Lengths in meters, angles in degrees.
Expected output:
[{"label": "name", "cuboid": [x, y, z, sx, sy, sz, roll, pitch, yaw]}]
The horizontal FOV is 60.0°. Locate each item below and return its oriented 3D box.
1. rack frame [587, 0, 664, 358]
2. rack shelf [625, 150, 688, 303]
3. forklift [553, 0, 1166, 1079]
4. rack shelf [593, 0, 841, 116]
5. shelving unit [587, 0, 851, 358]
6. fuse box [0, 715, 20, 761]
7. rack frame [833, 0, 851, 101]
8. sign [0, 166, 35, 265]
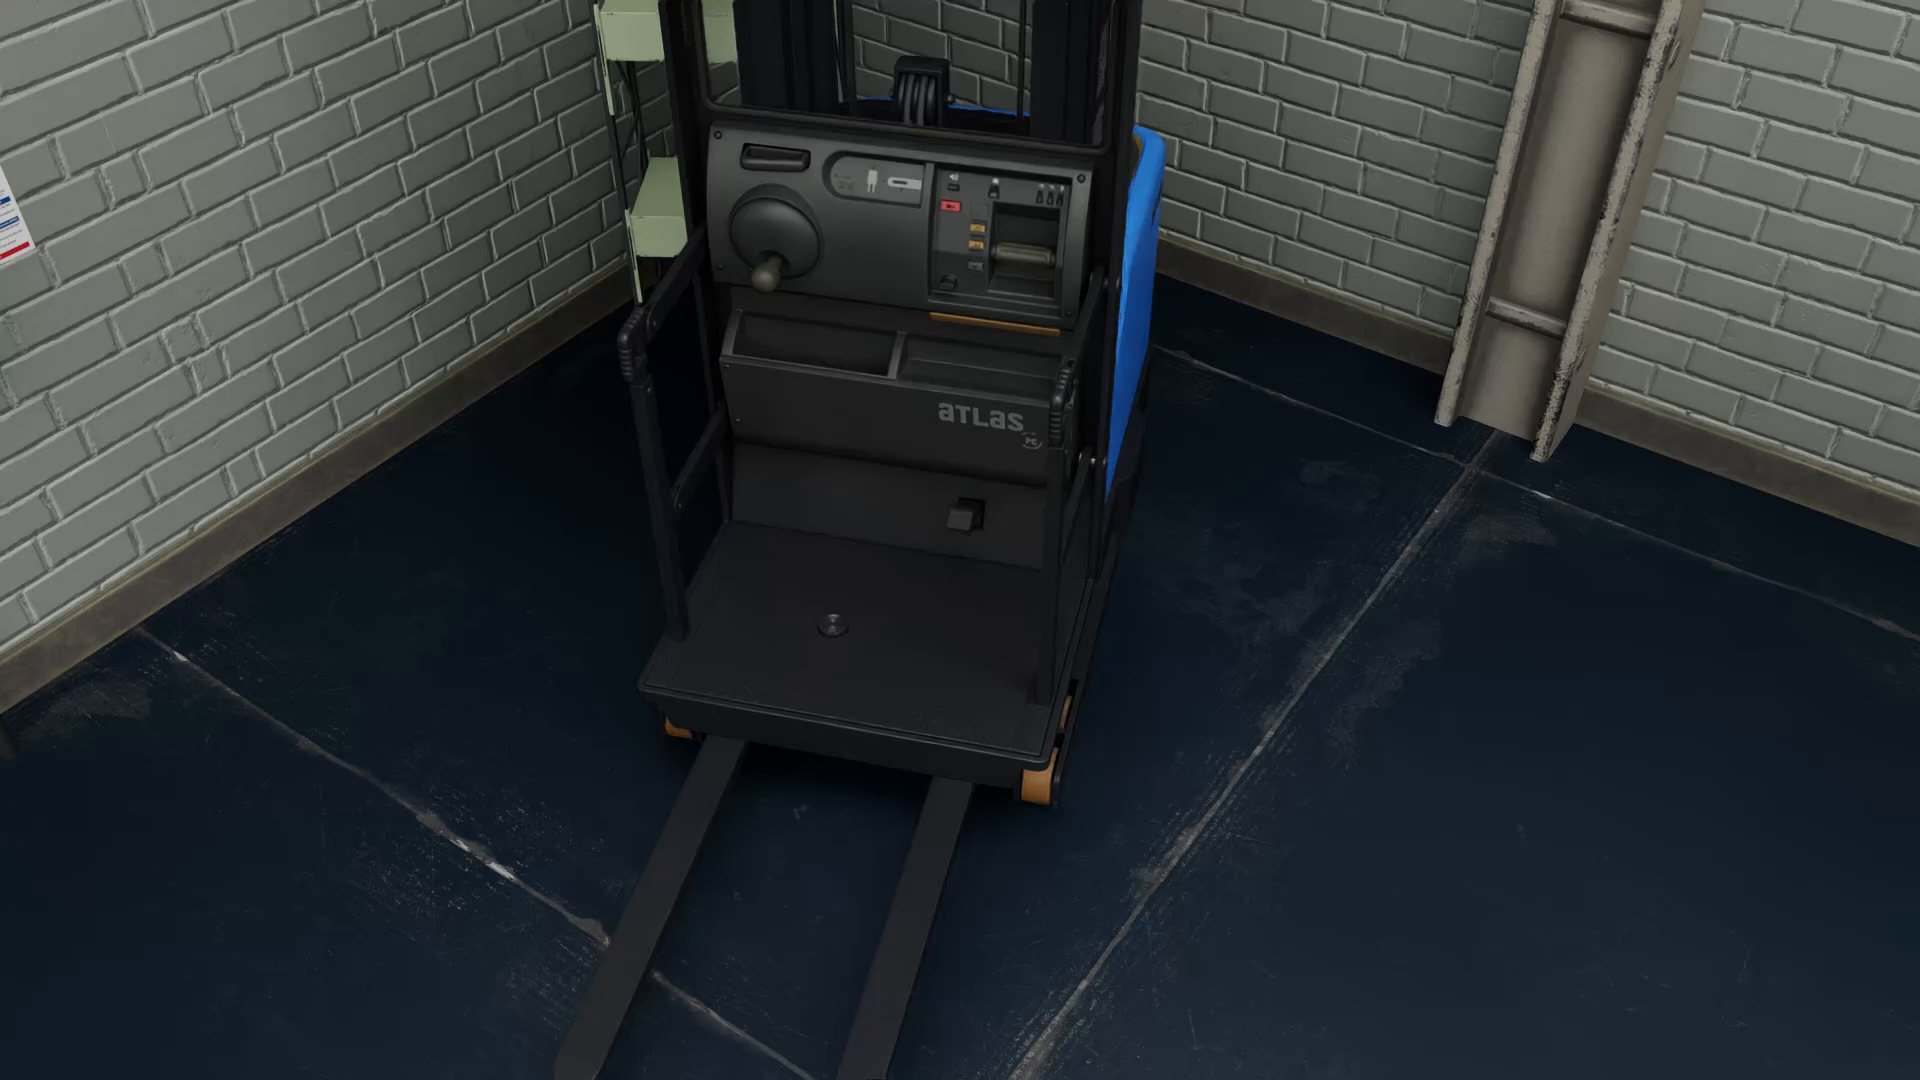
[{"label": "rack frame", "cuboid": [-1.124, -1.348, 5.632, 0.023, 1.500, 0.400, 1, 42, 1]}, {"label": "rack shelf", "cuboid": [-0.758, -1.097, 5.840, 0.720, 0.370, 0.431, 1, 42, 1]}, {"label": "forklift", "cuboid": [-0.202, -0.667, 3.798, 1.130, 2.935, 3.031, 9, 43, 10]}, {"label": "rack shelf", "cuboid": [-0.758, -1.631, 5.362, 0.720, 0.370, 0.431, 1, 42, 1]}, {"label": "shelving unit", "cuboid": [-0.758, -1.340, 5.623, 0.755, 1.500, 0.431, 1, 42, 1]}, {"label": "fuse box", "cuboid": [-2.589, -0.054, 4.027, 0.414, 1.711, 0.539, 25, 48, 25]}, {"label": "rack frame", "cuboid": [-0.393, -1.332, 5.614, 0.023, 1.500, 0.400, 1, 42, 1]}, {"label": "sign", "cuboid": [-2.475, -0.847, 4.019, 0.001, 0.494, 0.329, 25, 48, 25]}]
